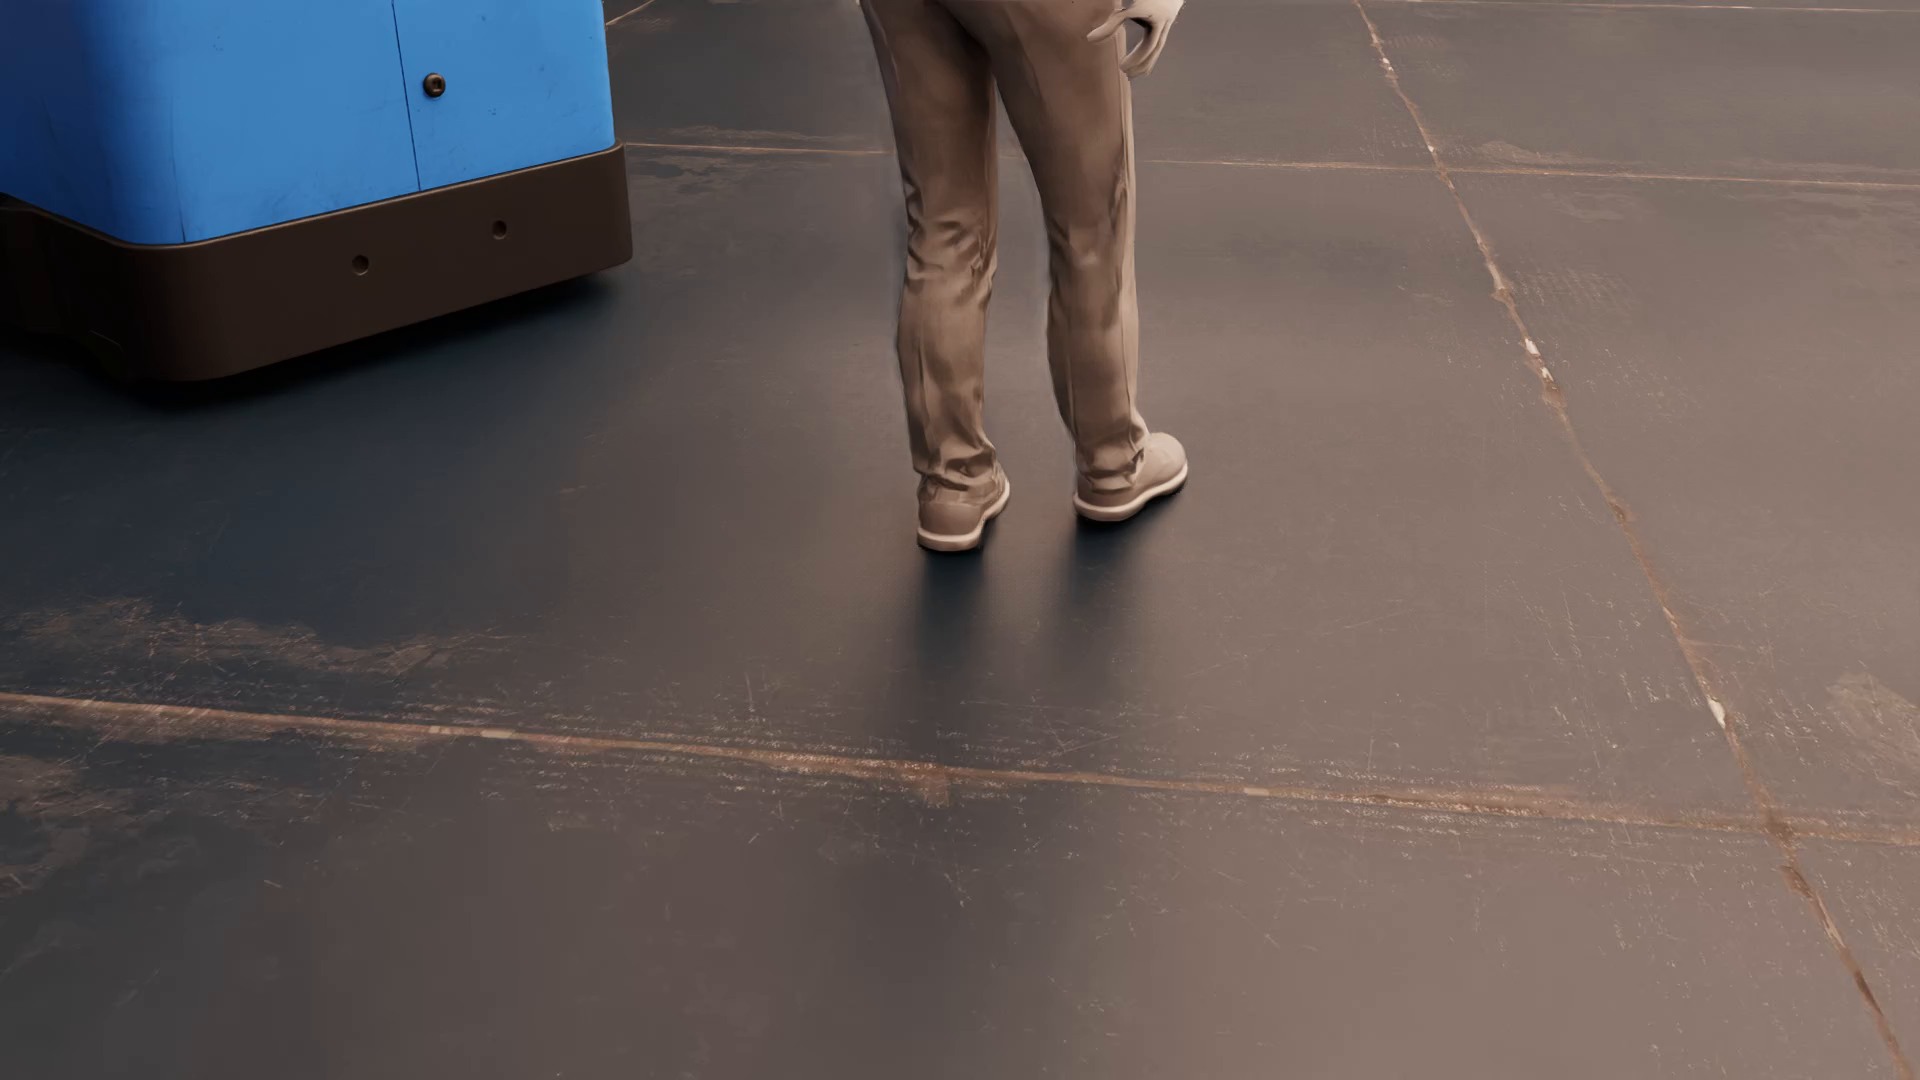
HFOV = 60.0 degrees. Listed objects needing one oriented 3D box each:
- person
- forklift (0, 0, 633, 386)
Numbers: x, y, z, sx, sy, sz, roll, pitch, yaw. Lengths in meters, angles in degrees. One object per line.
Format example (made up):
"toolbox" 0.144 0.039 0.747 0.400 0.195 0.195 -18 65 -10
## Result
"person" 0.084 -0.812 2.247 0.614 1.681 0.556 19 32 33
"forklift" -2.144 -2.120 3.466 3.031 2.935 1.130 21 33 36
